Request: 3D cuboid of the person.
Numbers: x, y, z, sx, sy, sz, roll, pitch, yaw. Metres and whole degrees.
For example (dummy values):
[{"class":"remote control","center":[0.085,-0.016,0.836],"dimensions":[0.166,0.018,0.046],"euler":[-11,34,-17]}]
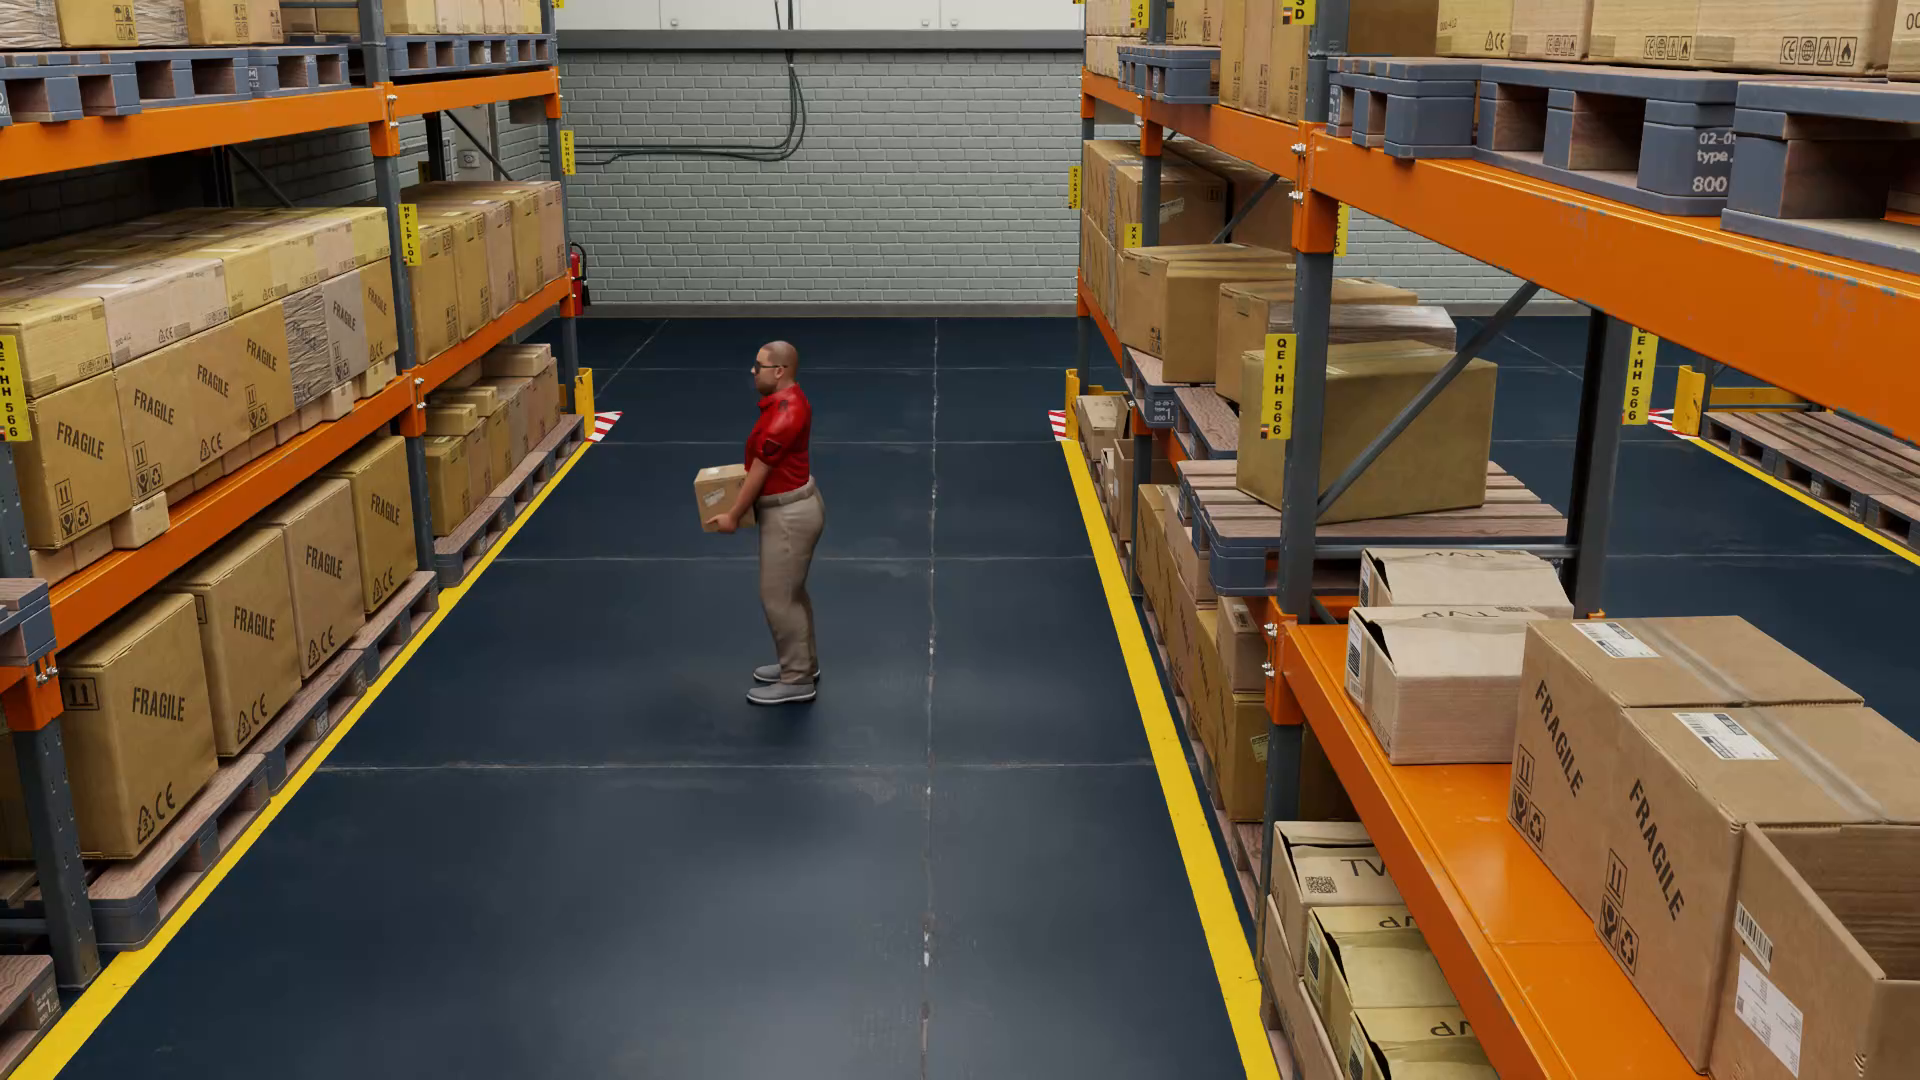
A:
[{"class":"person","center":[-0.916,-0.087,7.875],"dimensions":[0.549,1.726,0.490],"euler":[0,17,-2]}]
